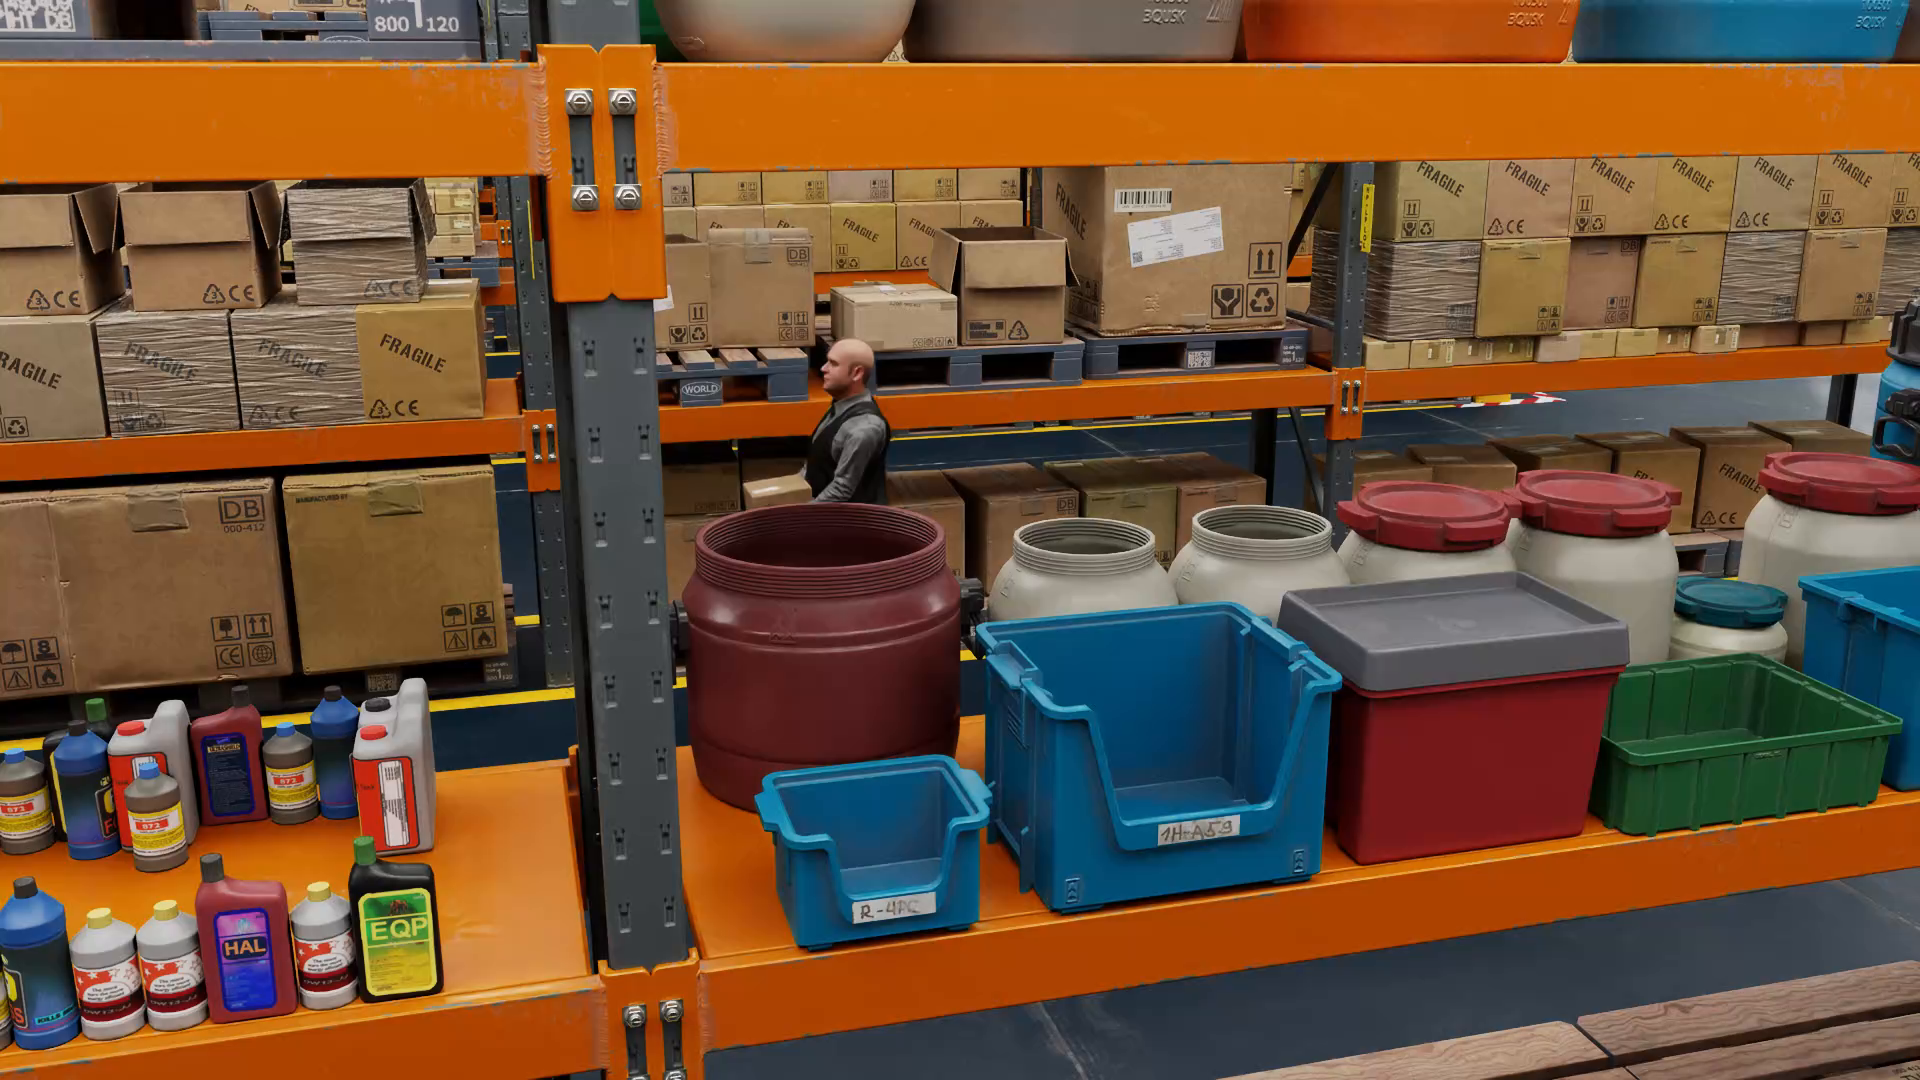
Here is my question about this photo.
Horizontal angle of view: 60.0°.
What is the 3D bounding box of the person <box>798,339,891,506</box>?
[{"bbox_3d":[-0.572,0.010,7.038,0.547,1.722,0.508,-5,16,-16],"label":"person"}]
